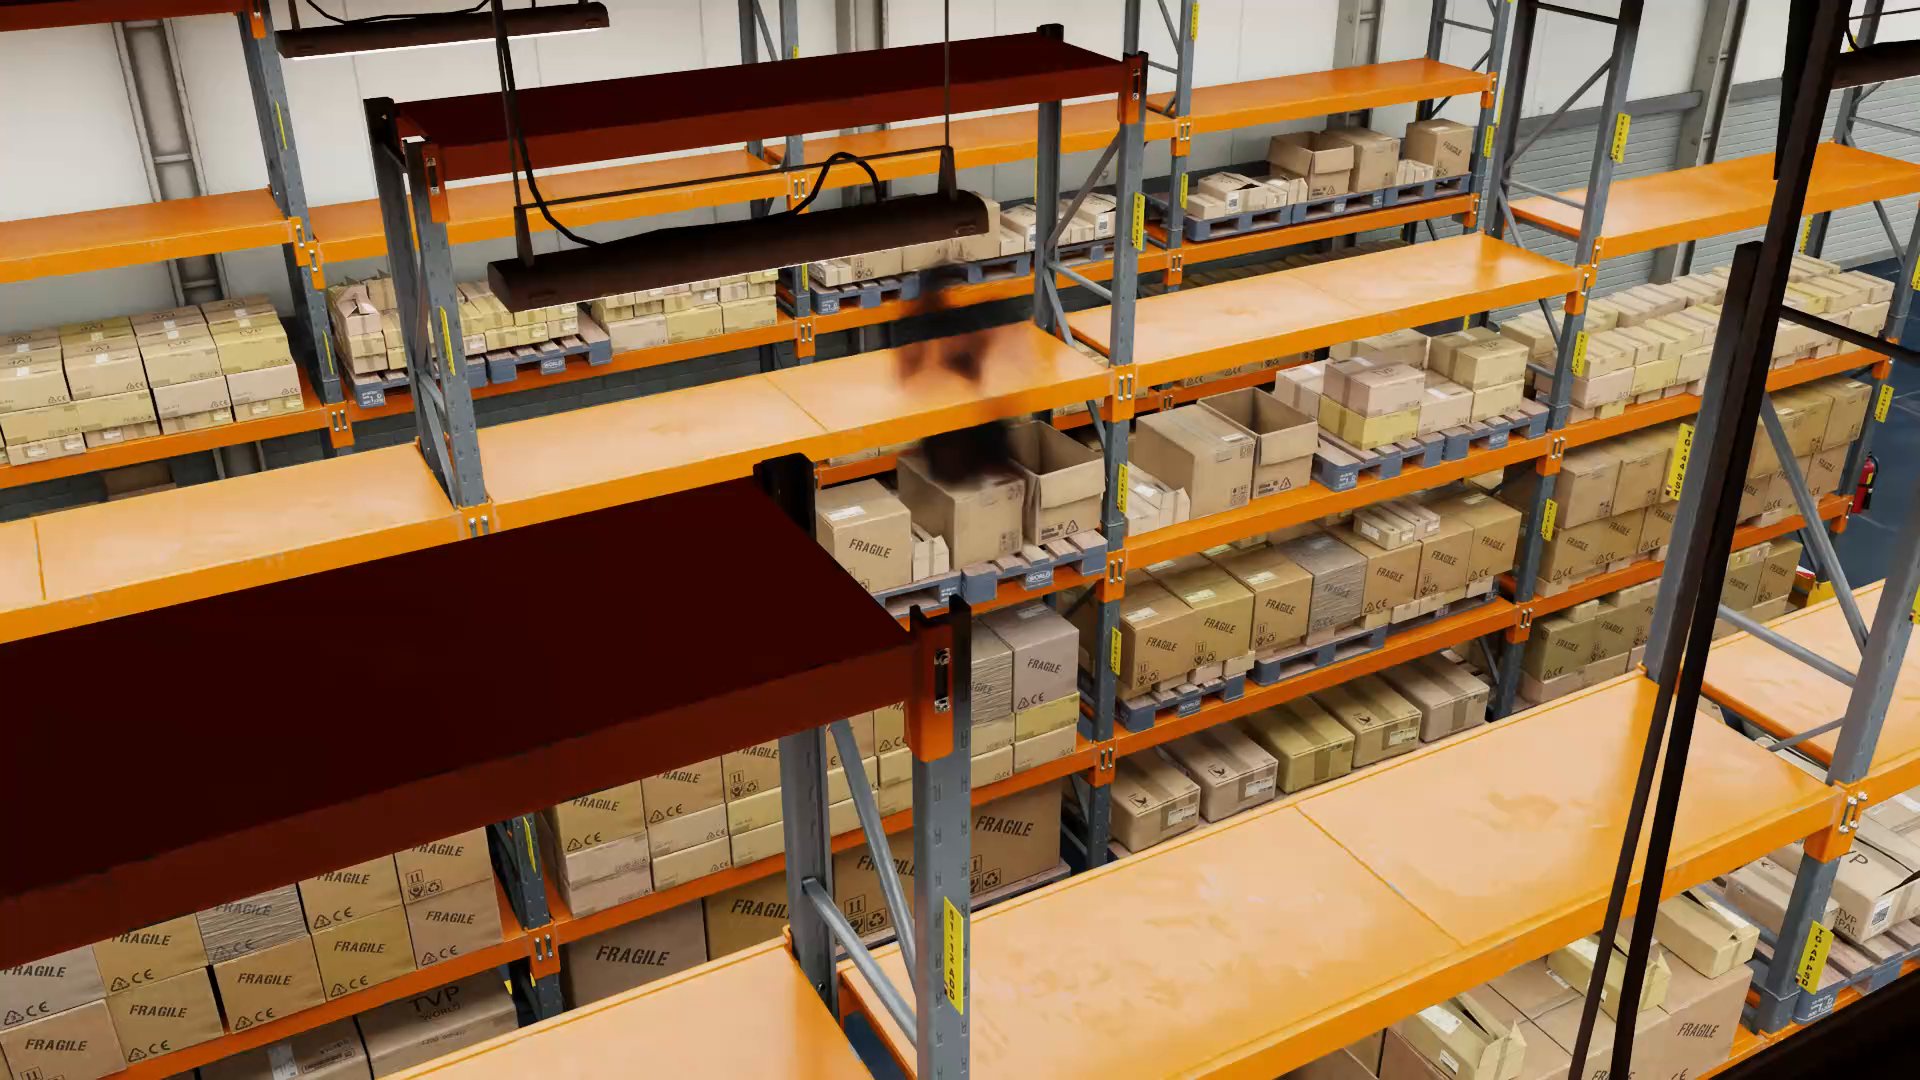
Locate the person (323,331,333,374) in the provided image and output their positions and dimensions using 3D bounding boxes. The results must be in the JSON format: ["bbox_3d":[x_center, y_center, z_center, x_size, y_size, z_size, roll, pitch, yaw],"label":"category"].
[{"bbox_3d":[7.050,2.897,6.990,24.687,2.566,12.883,2,28,3],"label":"person"}]
